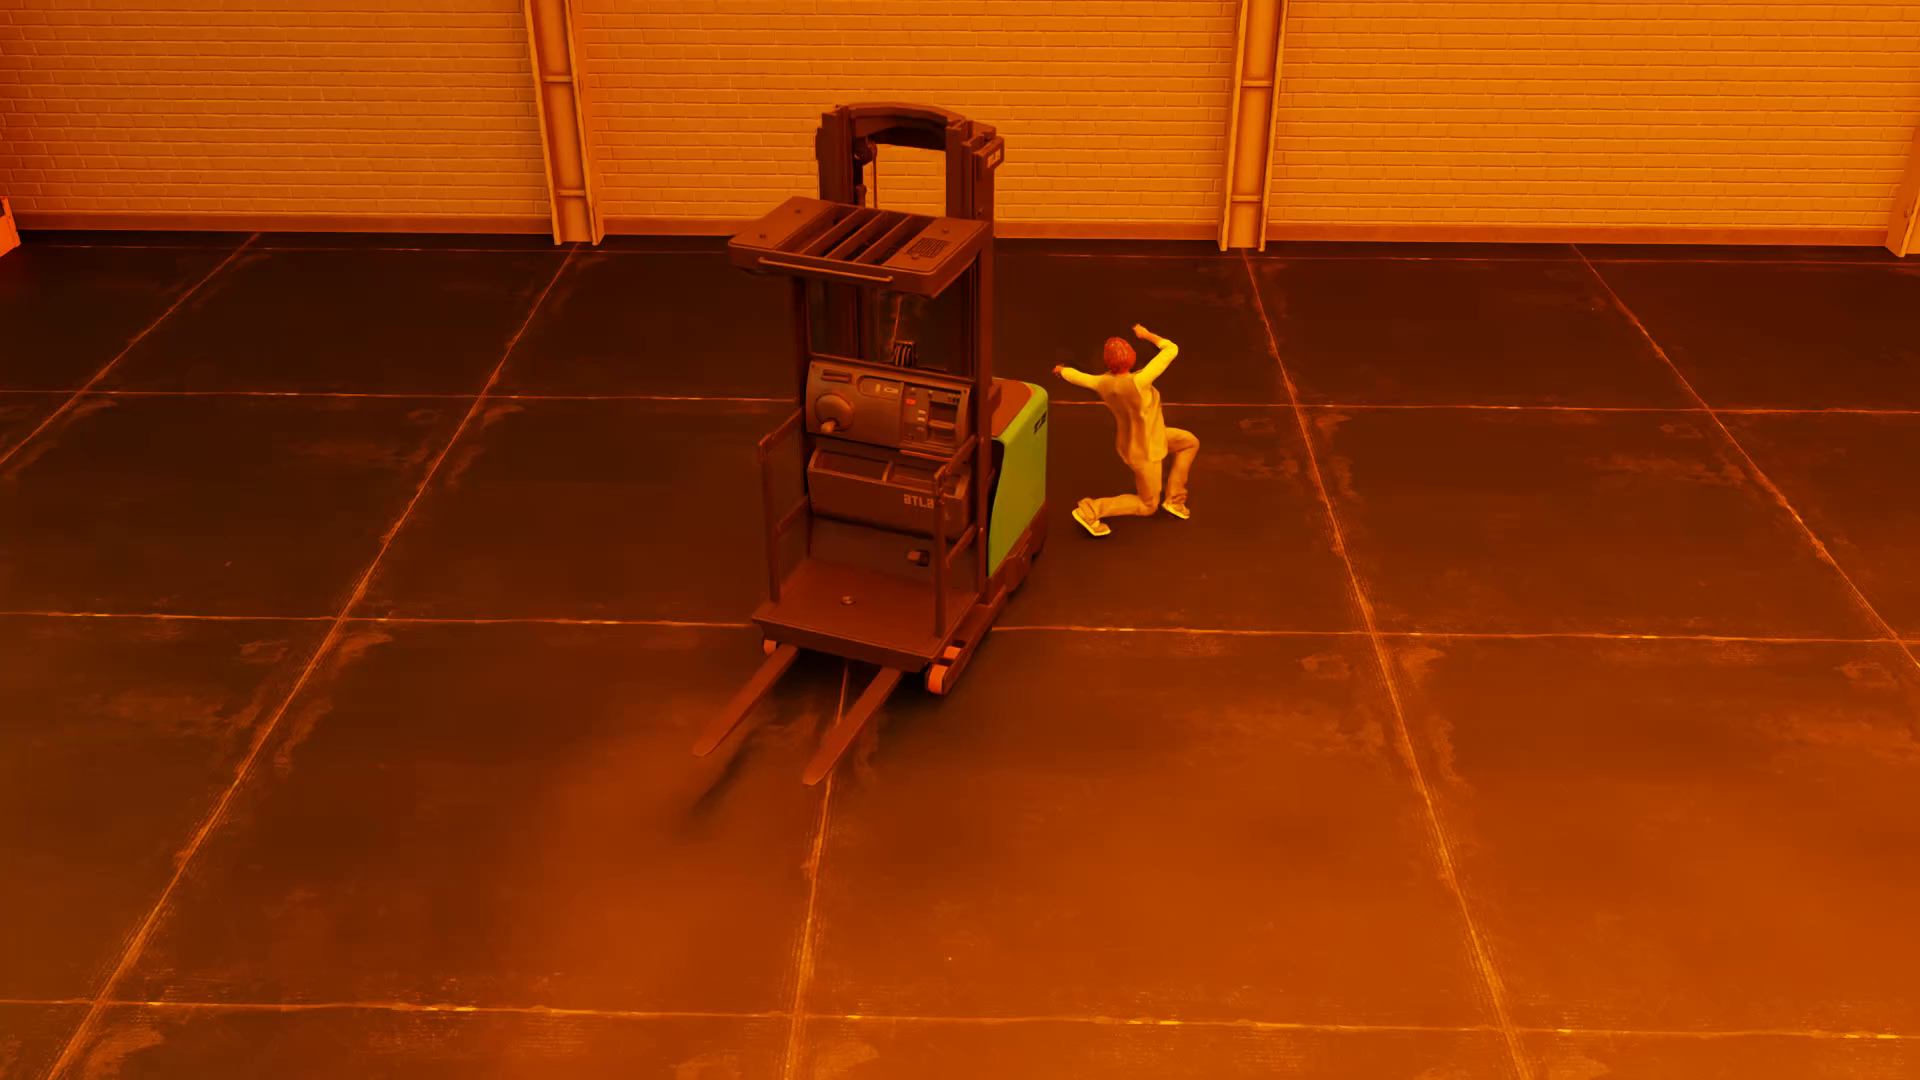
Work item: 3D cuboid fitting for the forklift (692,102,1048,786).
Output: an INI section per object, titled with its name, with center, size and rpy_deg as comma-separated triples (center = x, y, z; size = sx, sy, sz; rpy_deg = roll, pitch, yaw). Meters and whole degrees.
[forklift]
center = -0.468, -0.658, 8.731
size = 1.130, 2.935, 3.031
rpy_deg = 11, 32, 18

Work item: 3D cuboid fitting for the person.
[person]
center = 1.051, -0.747, 10.492
size = 0.834, 1.307, 0.898
rpy_deg = -11, 32, -17
